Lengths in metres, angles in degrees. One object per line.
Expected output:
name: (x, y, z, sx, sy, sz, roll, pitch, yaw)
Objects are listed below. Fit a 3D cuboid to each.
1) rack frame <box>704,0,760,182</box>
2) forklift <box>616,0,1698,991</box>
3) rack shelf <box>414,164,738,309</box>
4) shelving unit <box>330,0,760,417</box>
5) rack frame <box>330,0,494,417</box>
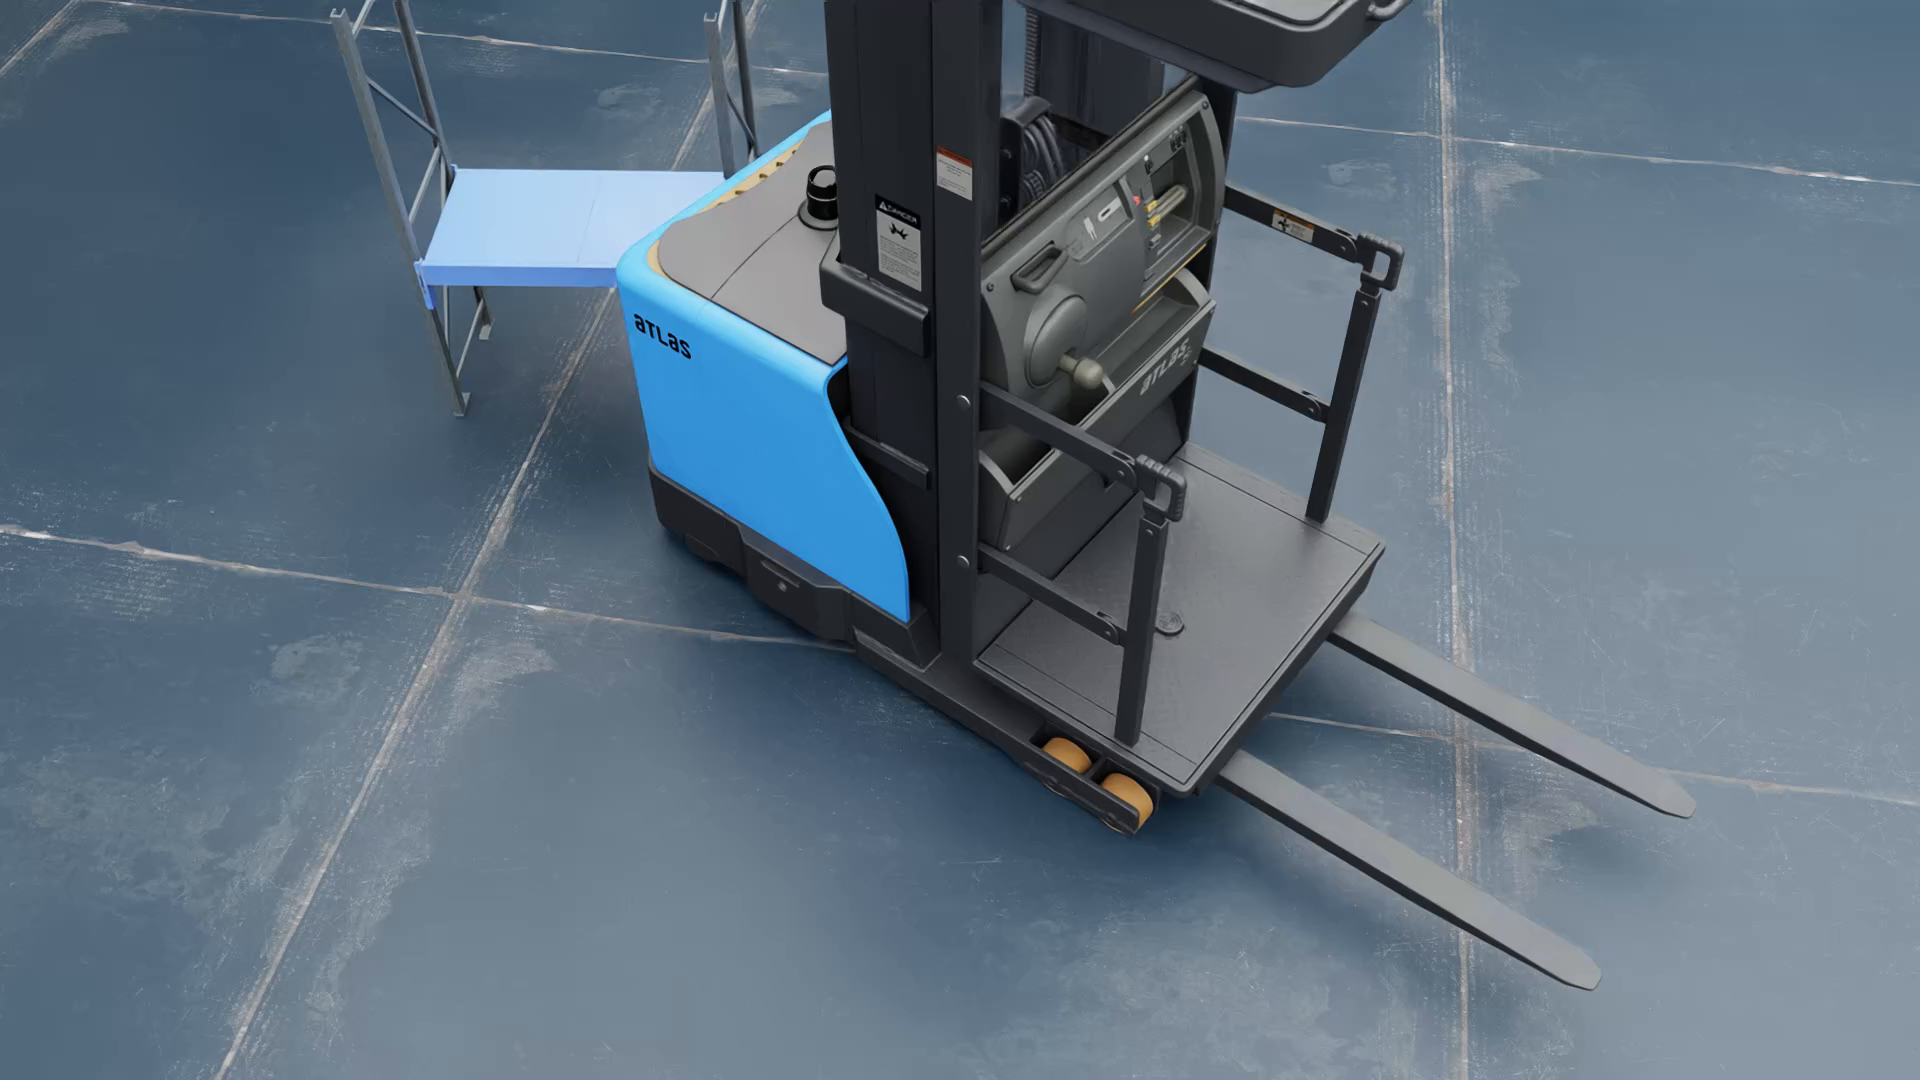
rack frame: (-0.673, -1.088, 5.219, 0.032, 1.500, 0.500, 1, 48, 1)
forklift: (0.522, -0.635, 3.850, 3.031, 2.935, 1.130, 30, 55, 24)
rack shelf: (-1.181, -0.975, 5.360, 1.000, 0.185, 0.538, 1, 48, 1)
shelving unit: (-1.181, -1.096, 5.226, 1.048, 1.500, 0.538, 1, 48, 1)
rack frame: (-1.689, -1.103, 5.233, 0.032, 1.500, 0.500, 1, 48, 1)
